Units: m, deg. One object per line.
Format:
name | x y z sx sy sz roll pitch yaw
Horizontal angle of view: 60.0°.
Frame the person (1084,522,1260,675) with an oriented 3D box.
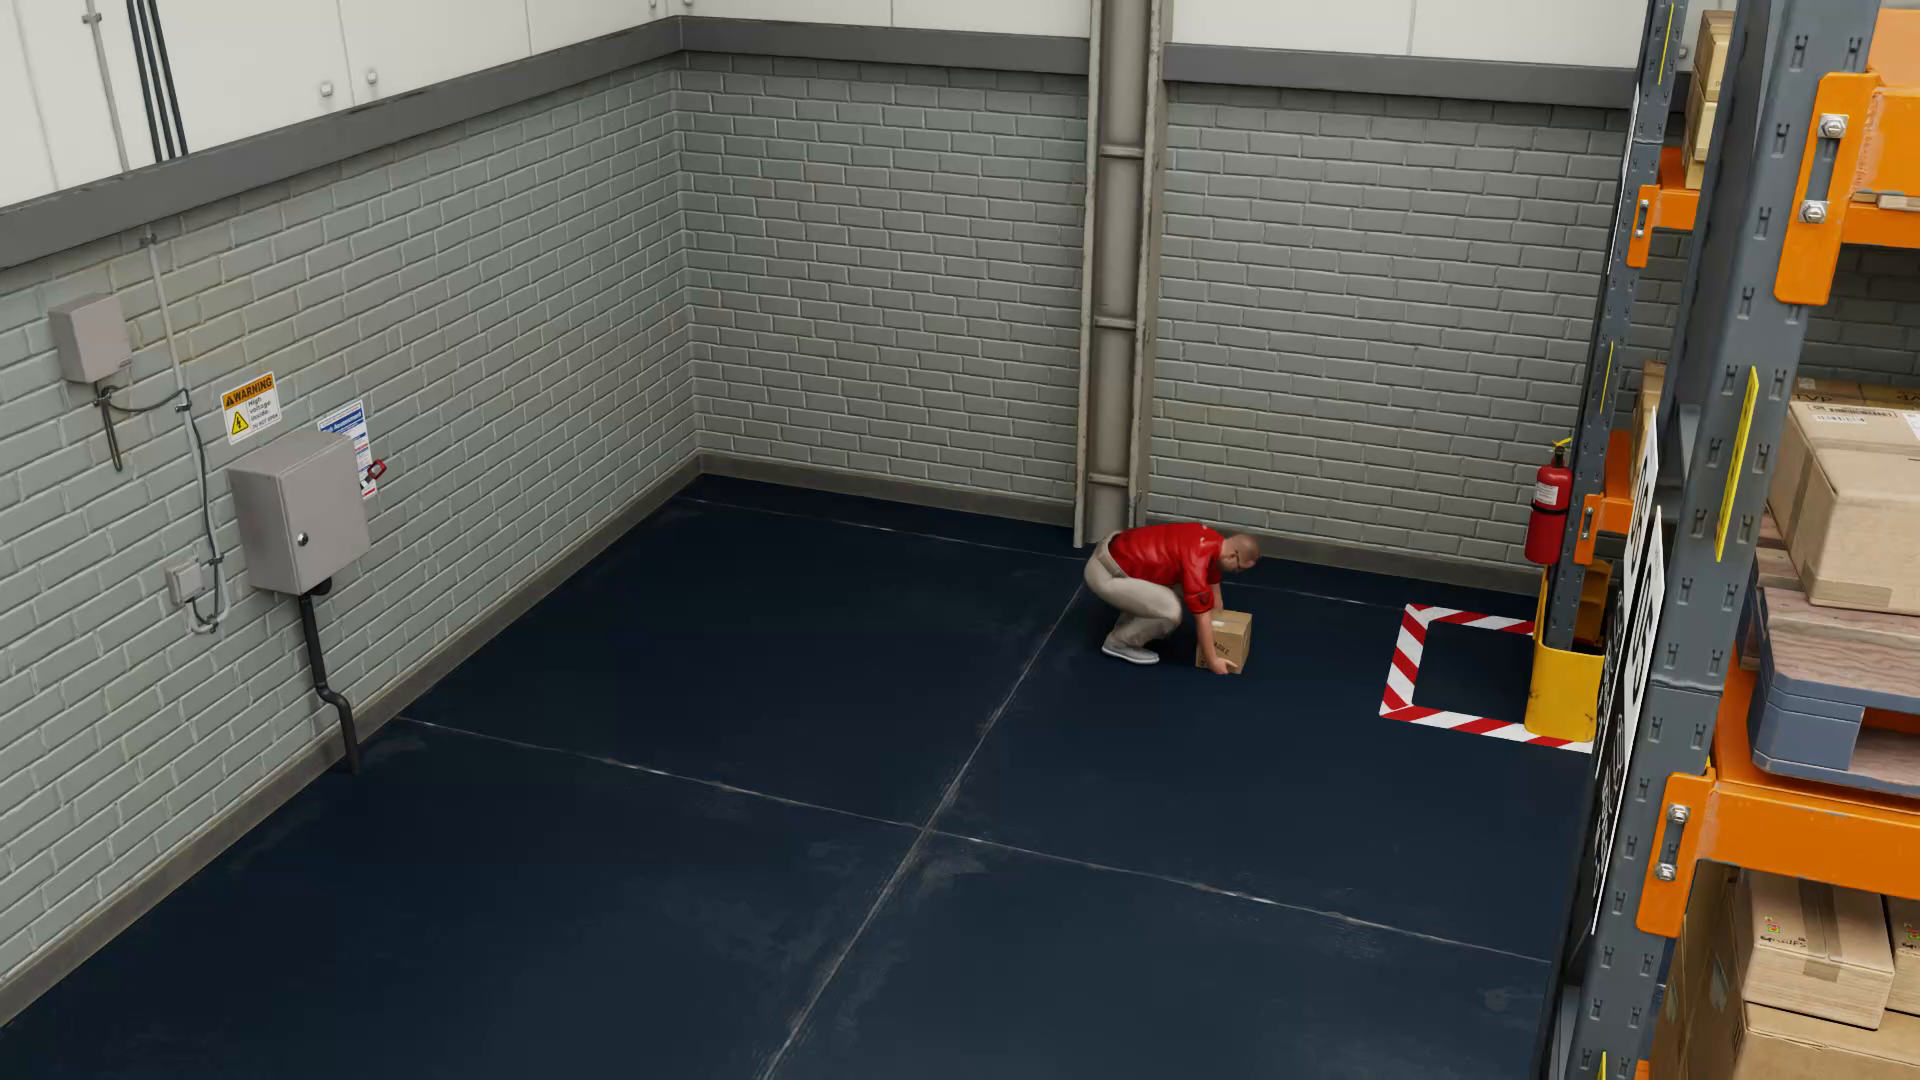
person | 1.158 0.286 9.178 0.932 0.780 0.527 8 27 16
